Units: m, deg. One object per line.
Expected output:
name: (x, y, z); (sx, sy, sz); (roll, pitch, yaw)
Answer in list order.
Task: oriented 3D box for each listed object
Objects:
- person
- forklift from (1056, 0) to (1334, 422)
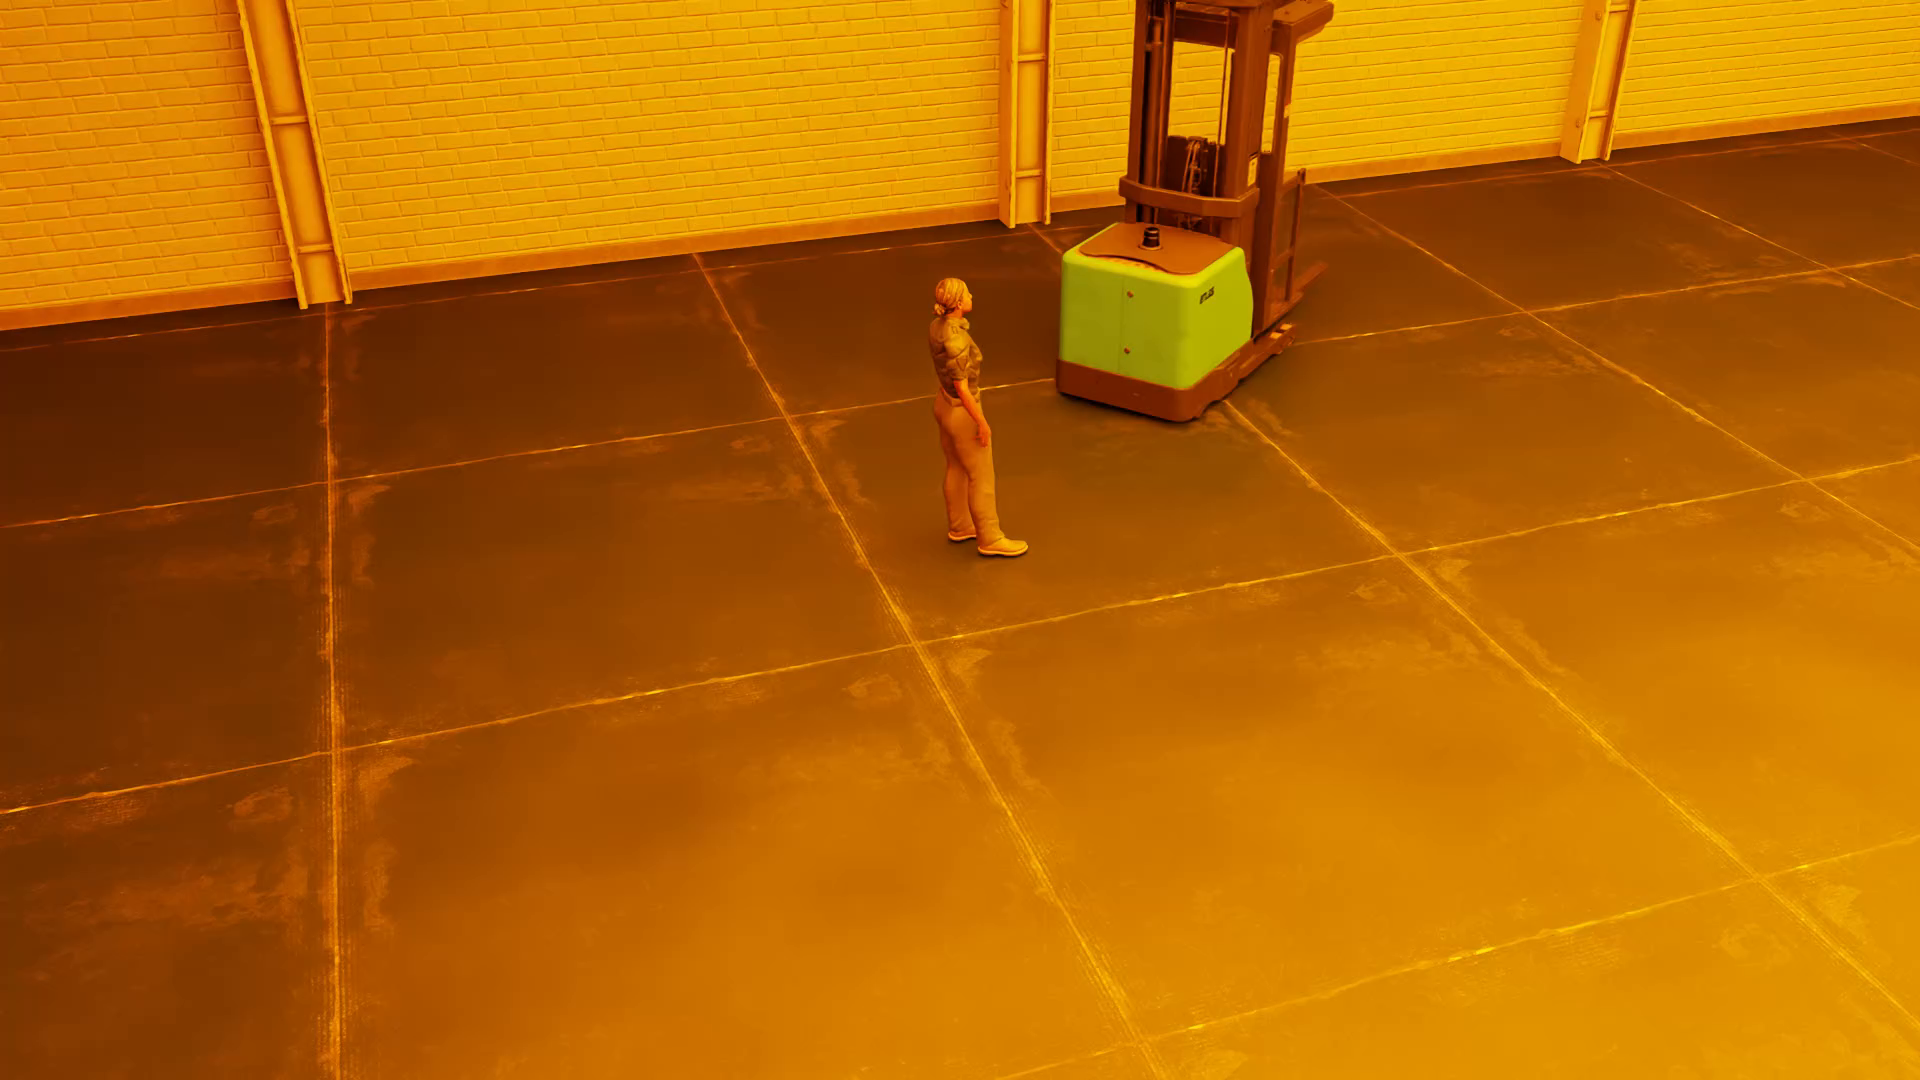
person: (0.090, -0.728, 9.618); (0.503, 1.656, 0.570); (-10, 31, -16)
forklift: (1.891, -2.767, 11.897); (1.130, 2.935, 3.031); (18, 34, 28)
